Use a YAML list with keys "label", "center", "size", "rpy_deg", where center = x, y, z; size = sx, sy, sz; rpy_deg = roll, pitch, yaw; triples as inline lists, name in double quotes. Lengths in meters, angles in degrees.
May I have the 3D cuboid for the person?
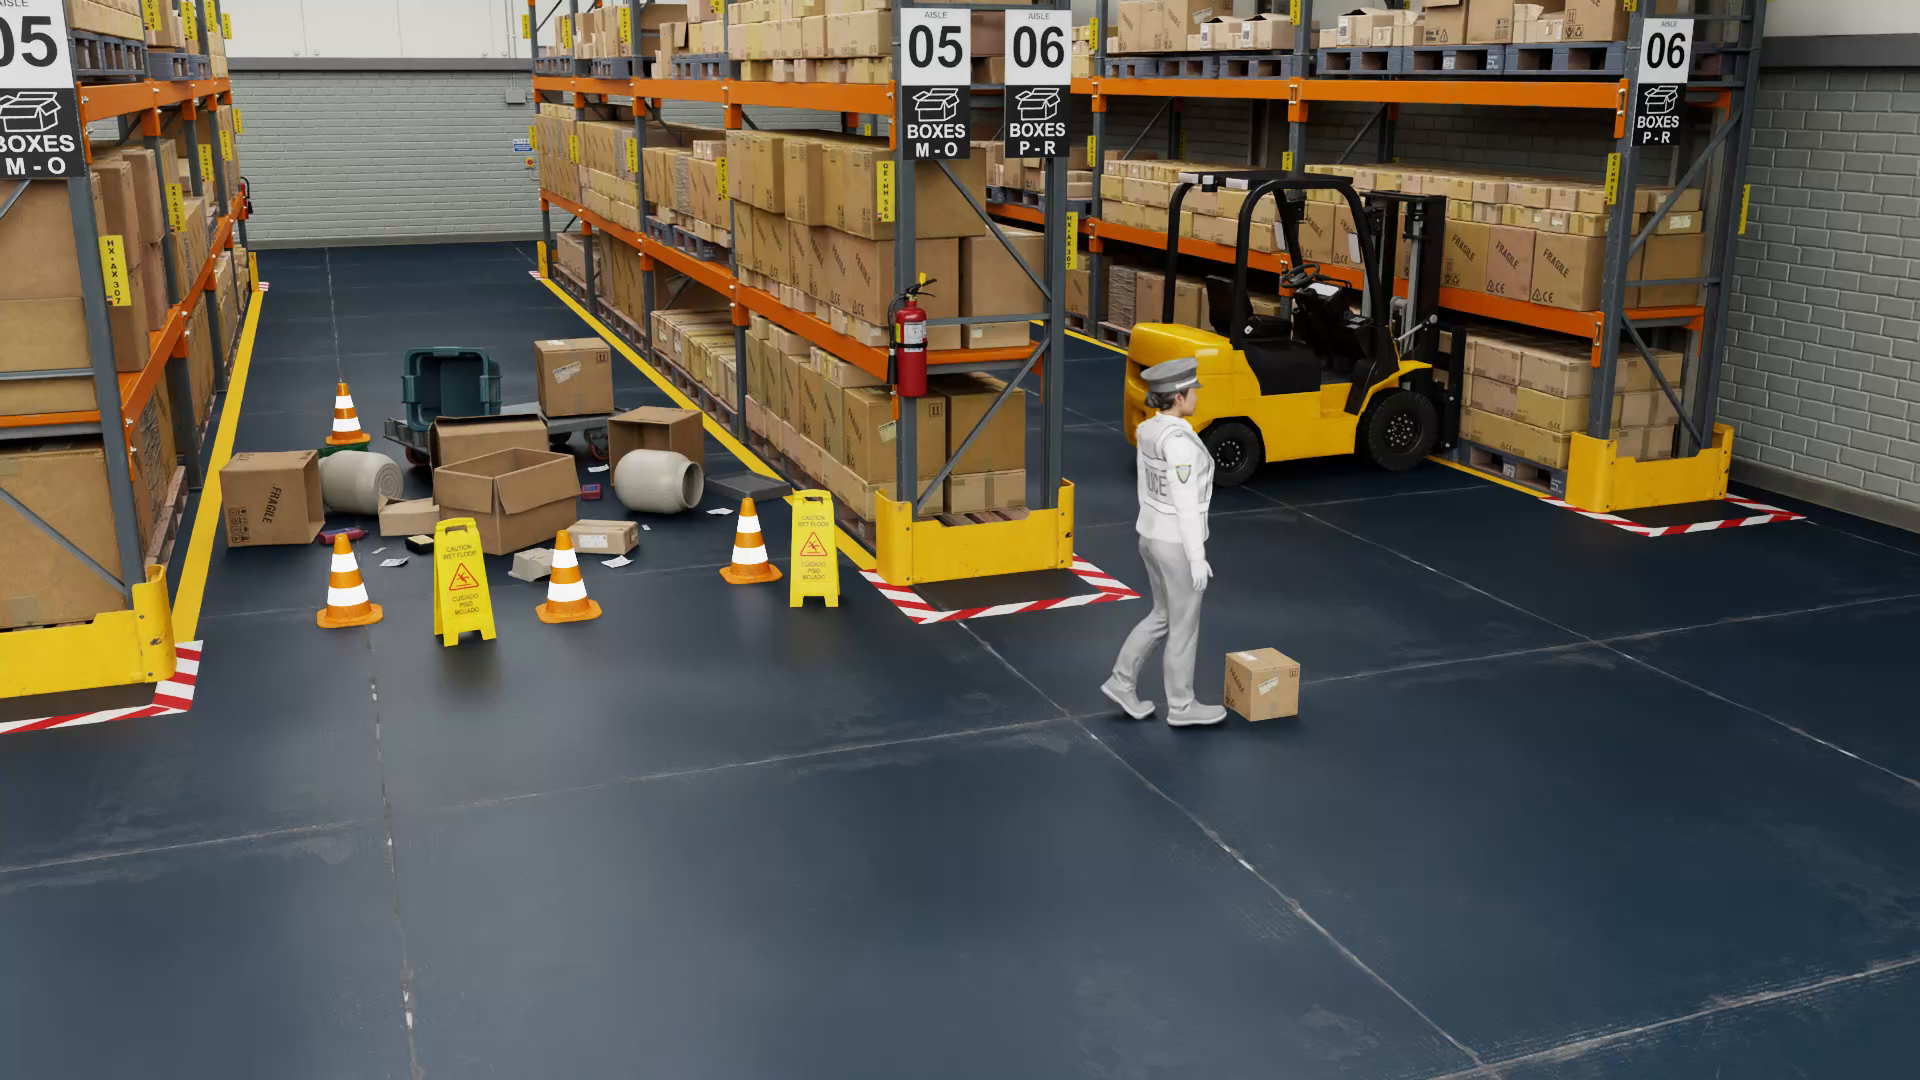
- label: "person"
  center: [0.960, 0.028, 7.383]
  size: [0.521, 1.691, 0.506]
  rpy_deg: [-4, 16, -13]
